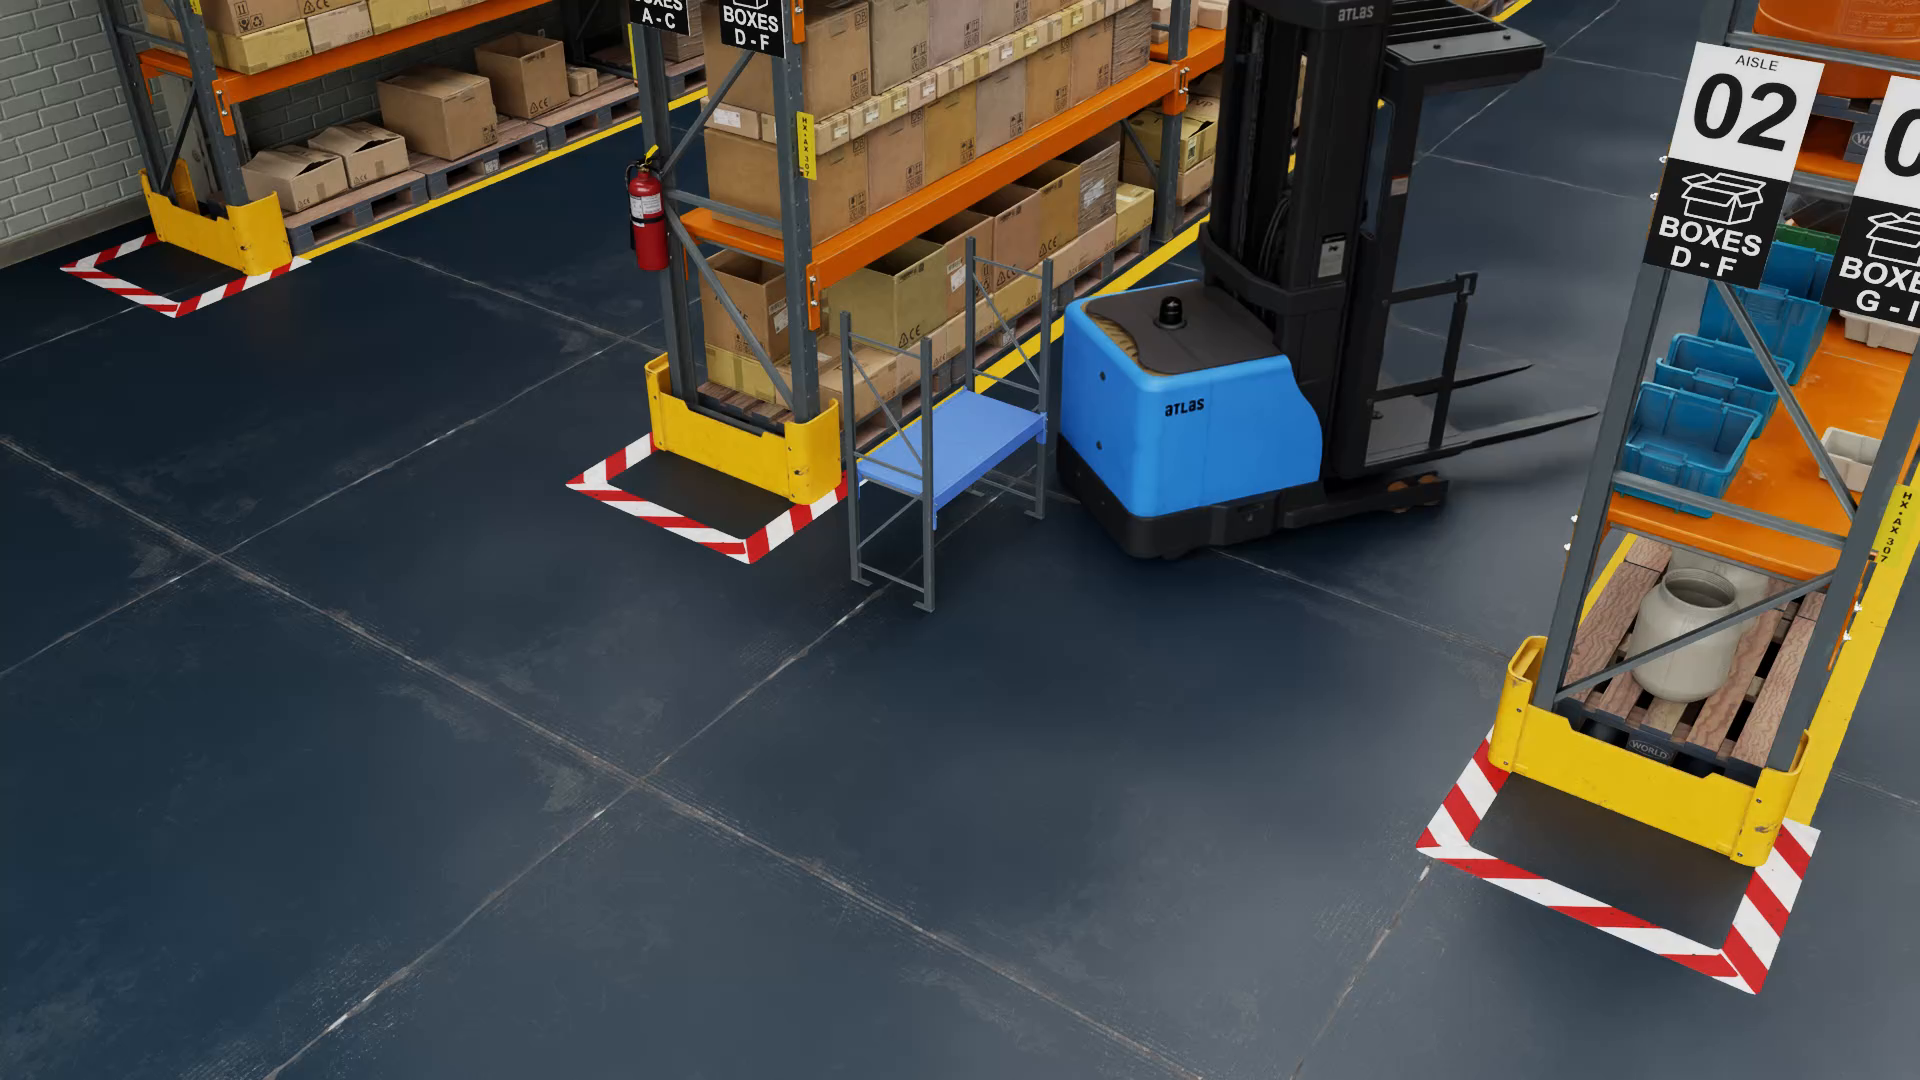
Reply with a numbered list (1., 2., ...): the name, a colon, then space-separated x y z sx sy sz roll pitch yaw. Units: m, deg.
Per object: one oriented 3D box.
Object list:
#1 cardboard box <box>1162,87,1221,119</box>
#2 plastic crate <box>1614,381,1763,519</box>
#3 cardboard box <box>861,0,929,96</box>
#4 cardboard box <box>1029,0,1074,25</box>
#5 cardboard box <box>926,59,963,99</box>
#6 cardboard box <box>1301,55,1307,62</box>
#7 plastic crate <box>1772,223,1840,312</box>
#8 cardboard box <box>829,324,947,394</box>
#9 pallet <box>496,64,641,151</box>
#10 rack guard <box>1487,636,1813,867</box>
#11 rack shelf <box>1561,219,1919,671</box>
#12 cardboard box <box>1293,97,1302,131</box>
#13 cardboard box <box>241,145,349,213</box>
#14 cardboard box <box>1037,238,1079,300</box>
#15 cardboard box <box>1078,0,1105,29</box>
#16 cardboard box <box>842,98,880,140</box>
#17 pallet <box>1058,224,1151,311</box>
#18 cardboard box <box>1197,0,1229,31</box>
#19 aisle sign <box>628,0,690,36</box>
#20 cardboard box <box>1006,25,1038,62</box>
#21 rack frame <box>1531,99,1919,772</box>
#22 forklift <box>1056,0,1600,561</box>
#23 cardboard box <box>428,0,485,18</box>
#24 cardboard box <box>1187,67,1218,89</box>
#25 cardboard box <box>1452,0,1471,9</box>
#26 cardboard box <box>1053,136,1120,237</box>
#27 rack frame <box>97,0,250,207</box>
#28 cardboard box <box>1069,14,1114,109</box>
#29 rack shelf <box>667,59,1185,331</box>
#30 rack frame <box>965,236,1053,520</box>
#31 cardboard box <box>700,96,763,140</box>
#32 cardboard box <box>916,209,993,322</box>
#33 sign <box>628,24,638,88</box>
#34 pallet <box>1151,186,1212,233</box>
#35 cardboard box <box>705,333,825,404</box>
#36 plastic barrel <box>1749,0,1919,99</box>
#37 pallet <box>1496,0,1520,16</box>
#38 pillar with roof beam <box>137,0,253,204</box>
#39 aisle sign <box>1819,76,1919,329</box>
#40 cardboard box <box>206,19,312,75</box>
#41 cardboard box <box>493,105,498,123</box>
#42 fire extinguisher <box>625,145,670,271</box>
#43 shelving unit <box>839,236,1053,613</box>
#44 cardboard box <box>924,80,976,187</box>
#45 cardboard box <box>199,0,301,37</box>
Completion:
1. cardboard box: 1.816 -3.142 12.298 0.500 0.311 0.500 21 39 28
2. plastic crate: 2.912 -0.375 6.760 0.499 0.251 0.616 21 39 28
3. cardboard box: -0.593 -2.753 8.896 0.700 0.500 0.500 20 39 27
4. cardboard box: 0.265 -3.445 9.920 0.700 0.500 0.500 21 39 28
5. cardboard box: -0.207 -2.593 9.238 0.380 0.149 0.250 20 39 27
6. cardboard box: 2.689 -3.852 13.347 0.500 0.311 0.500 21 39 28
7. plastic crate: 4.147 -1.330 8.228 0.450 0.188 0.662 21 39 28
8. cardboard box: -0.424 -1.137 9.833 0.500 0.250 0.500 21 39 28
9. pallet: -3.340 -3.641 13.945 1.003 0.211 1.213 21 39 28
10. rack guard: 2.877 0.874 7.011 1.175 0.500 0.348 21 39 28
11. rack shelf: 4.013 -0.734 7.799 1.077 0.370 4.000 21 39 28
12. cardboard box: 2.396 -3.385 13.158 0.500 0.250 0.500 22 40 29
13. cardboard box: -4.798 -2.634 11.974 0.500 0.311 0.500 17 37 23
14. cardboard box: 0.435 -1.826 10.852 0.500 0.250 0.500 21 39 28
15. cardboard box: 0.668 -3.297 10.279 0.380 0.149 0.250 21 39 28
16. cardboard box: -0.646 -2.239 8.715 0.380 0.149 0.250 20 39 27
17. pallet: 0.598 -2.028 11.561 1.003 0.211 1.213 21 39 28
18. cardboard box: 1.759 -3.774 11.878 0.380 0.149 0.250 21 39 28
19. aisle sign: -1.474 -2.835 7.945 0.394 0.787 0.004 21 39 28
20. cardboard box: 0.232 -2.945 9.759 0.380 0.149 0.250 23 40 30
21. rack frame: 2.872 -0.111 6.237 1.000 3.000 0.127 21 39 28
22. forklift: 2.101 -1.623 8.534 3.031 2.935 1.130 -12 36 -17
23. cardboard box: -3.858 -4.053 12.181 0.500 0.250 0.500 22 40 29
24. cardboard box: 1.659 -3.551 12.903 0.500 0.311 0.500 21 39 28
25. cardboard box: 4.445 -5.114 15.473 0.500 0.500 0.500 21 39 28
26. cardboard box: 0.706 -2.372 10.990 0.500 0.500 0.500 21 39 28
27. rack frame: -5.267 -3.276 10.916 1.000 3.000 0.127 21 39 28
28. cardboard box: 0.543 -3.126 10.606 0.700 0.500 0.500 21 39 28
29. rack shelf: -0.055 -2.317 10.141 1.077 0.370 4.000 21 39 28
30. rack frame: 0.241 -0.816 8.618 0.500 1.500 0.032 21 39 28
31. cardboard box: -1.134 -2.242 8.719 0.380 0.149 0.250 21 39 27
32. cardboard box: -0.148 -1.681 9.969 0.500 0.500 0.500 21 39 28
33. sign: -1.633 -2.452 8.454 0.100 0.325 0.005 21 39 28
34. pallet: 1.474 -2.732 12.602 1.003 0.211 1.213 21 39 28
35. cardboard box: -1.132 -1.071 9.736 0.500 0.250 0.500 21 39 28
36. plastic barrel: 3.045 -1.970 5.549 0.600 0.830 0.708 21 39 28
37. pallet: 5.215 -5.676 16.955 1.003 0.211 1.213 21 39 28
38. pillar with roof beam: -2.042 -4.984 8.087 9.100 9.000 0.400 21 39 28
39. aisle sign: 3.072 -1.061 5.321 0.394 0.787 0.004 21 39 28
40. cardboard box: -4.728 -3.345 11.135 0.500 0.250 0.500 20 39 27
41. cardboard box: -3.914 -3.388 13.234 0.380 0.149 0.250 18 38 25
42. fire extinguisher: -1.644 -1.757 8.739 0.296 0.674 0.183 21 39 28
43. shelving unit: -0.049 -0.582 8.272 0.538 1.500 1.048 21 39 28
44. cardboard box: -0.335 -2.417 9.557 0.700 0.500 0.500 22 40 28
45. cardboard box: -4.748 -3.656 10.925 0.500 0.500 0.500 21 39 28
